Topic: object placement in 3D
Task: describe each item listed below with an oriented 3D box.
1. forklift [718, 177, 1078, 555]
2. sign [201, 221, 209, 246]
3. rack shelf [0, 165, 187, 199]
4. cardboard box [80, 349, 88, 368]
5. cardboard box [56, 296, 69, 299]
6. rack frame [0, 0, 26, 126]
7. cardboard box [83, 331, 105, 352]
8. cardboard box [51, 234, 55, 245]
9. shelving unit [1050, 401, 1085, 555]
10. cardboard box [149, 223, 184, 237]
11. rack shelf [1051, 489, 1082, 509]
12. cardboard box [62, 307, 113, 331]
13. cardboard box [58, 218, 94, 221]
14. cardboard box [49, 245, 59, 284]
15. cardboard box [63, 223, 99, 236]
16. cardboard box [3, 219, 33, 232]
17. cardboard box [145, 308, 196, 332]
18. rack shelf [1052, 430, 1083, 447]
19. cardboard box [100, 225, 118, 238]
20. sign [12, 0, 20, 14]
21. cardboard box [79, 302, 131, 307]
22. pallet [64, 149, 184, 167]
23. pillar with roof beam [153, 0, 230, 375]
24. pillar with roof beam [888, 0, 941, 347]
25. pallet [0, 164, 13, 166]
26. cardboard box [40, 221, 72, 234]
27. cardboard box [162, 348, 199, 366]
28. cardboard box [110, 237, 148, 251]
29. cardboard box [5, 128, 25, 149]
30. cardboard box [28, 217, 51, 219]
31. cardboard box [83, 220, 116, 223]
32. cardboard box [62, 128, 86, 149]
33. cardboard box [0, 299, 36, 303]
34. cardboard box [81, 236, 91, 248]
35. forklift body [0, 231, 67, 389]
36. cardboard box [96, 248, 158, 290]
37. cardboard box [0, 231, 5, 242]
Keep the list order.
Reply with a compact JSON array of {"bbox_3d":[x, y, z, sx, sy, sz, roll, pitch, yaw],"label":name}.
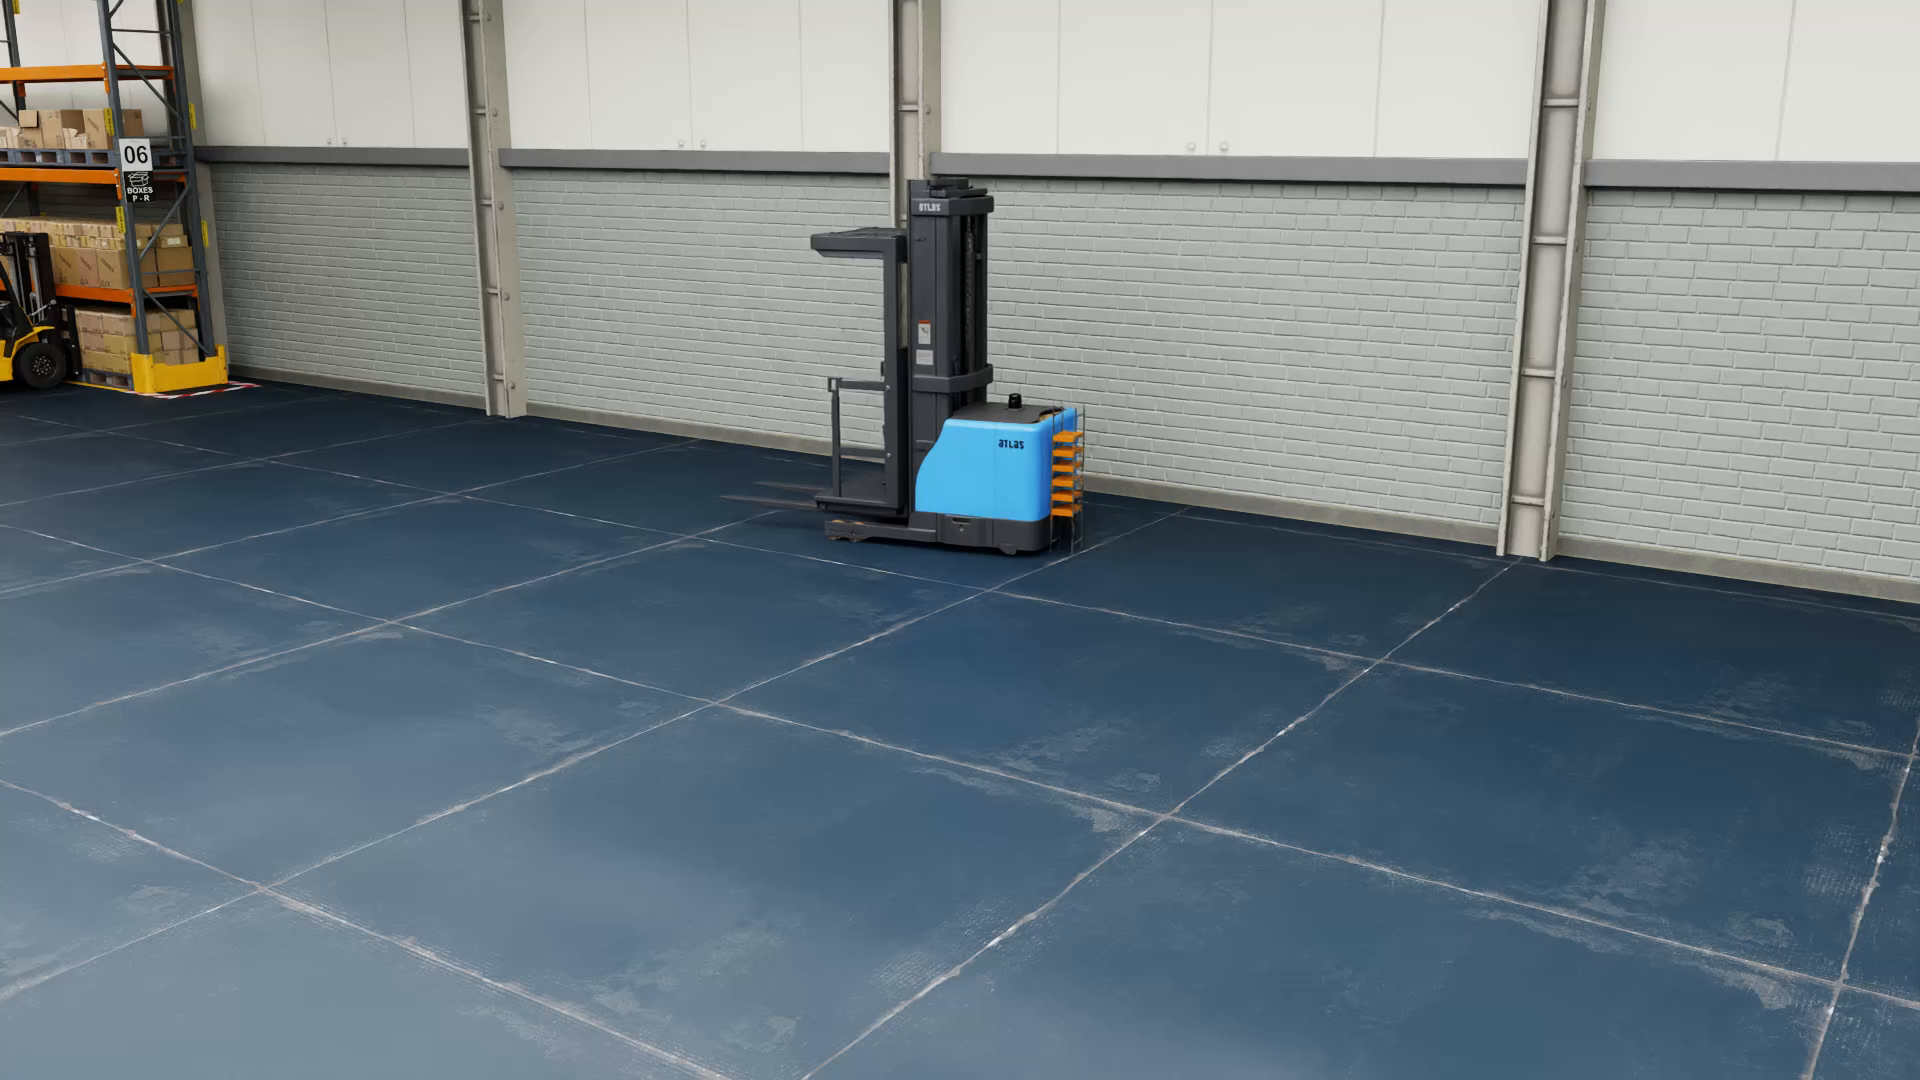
[{"bbox_3d":[-0.580,-1.514,13.841,3.031,2.935,1.130,6,15,22],"label":"forklift"},{"bbox_3d":[-9.993,-4.052,21.981,0.005,0.325,0.100,9,17,33],"label":"sign"},{"bbox_3d":[-11.968,-4.858,22.460,4.000,0.370,1.077,9,17,33],"label":"rack shelf"},{"bbox_3d":[-11.692,-2.490,22.486,0.500,0.250,0.500,9,17,33],"label":"cardboard box"},{"bbox_3d":[-13.111,-3.346,23.867,0.500,0.250,0.500,10,17,34],"label":"cardboard box"},{"bbox_3d":[-13.627,-6.932,23.097,0.127,3.000,1.000,9,17,33],"label":"rack frame"},{"bbox_3d":[-11.297,-2.667,22.163,0.500,0.250,0.500,9,17,32],"label":"cardboard box"},{"bbox_3d":[-11.987,-4.056,22.406,0.250,0.149,0.380,9,17,32],"label":"cardboard box"},{"bbox_3d":[0.863,-0.496,13.328,0.189,1.200,0.258,6,15,22],"label":"shelving unit"},{"bbox_3d":[-10.468,-4.078,21.879,0.250,0.149,0.380,9,16,32],"label":"cardboard box"},{"bbox_3d":[0.862,-0.337,13.368,0.180,0.103,0.258,6,15,22],"label":"rack shelf"},{"bbox_3d":[-11.715,-2.970,22.346,0.500,0.250,0.500,9,17,34],"label":"cardboard box"},{"bbox_3d":[-12.335,-4.410,23.219,0.250,0.149,0.380,9,16,32],"label":"cardboard box"},{"bbox_3d":[-12.137,-3.750,22.523,0.500,0.500,0.500,9,17,33],"label":"cardboard box"},{"bbox_3d":[-11.620,-4.114,22.025,0.250,0.149,0.380,10,17,34],"label":"cardboard box"},{"bbox_3d":[-12.888,-4.321,22.858,0.250,0.149,0.380,10,17,34],"label":"cardboard box"},{"bbox_3d":[-10.601,-2.940,22.224,0.500,0.250,0.500,9,16,32],"label":"cardboard box"},{"bbox_3d":[0.865,-0.802,13.251,0.180,0.103,0.258,6,15,22],"label":"rack shelf"},{"bbox_3d":[-10.945,-4.024,21.658,0.250,0.149,0.380,9,17,33],"label":"cardboard box"},{"bbox_3d":[-13.297,-7.569,23.400,0.005,0.325,0.100,9,17,33],"label":"sign"},{"bbox_3d":[-11.848,-3.145,23.054,0.500,0.250,0.500,9,16,32],"label":"cardboard box"},{"bbox_3d":[-10.880,-4.996,21.705,1.213,0.211,1.003,9,17,33],"label":"pallet"},{"bbox_3d":[-12.785,-5.810,18.566,0.400,9.000,9.100,9,17,33],"label":"pillar with roof beam"},{"bbox_3d":[-2.828,-4.201,12.065,0.400,9.000,9.100,9,17,33],"label":"pillar with roof beam"},{"bbox_3d":[-14.366,-5.498,23.948,1.217,0.209,0.805,8,16,31],"label":"pallet"},{"bbox_3d":[-12.198,-4.238,22.526,0.250,0.149,0.380,9,17,33],"label":"cardboard box"},{"bbox_3d":[-10.606,-2.457,22.354,0.500,0.250,0.500,9,17,33],"label":"cardboard box"},{"bbox_3d":[-10.752,-3.837,21.523,0.250,0.149,0.380,9,17,34],"label":"cardboard box"},{"bbox_3d":[-12.565,-5.403,22.363,0.258,0.266,0.396,9,16,31],"label":"cardboard box"},{"bbox_3d":[-13.009,-4.503,23.593,0.250,0.149,0.380,9,16,31],"label":"cardboard box"},{"bbox_3d":[-11.735,-4.292,22.740,0.250,0.149,0.380,9,17,33],"label":"cardboard box"},{"bbox_3d":[-11.376,-5.211,21.586,0.258,0.266,0.396,9,17,33],"label":"cardboard box"},{"bbox_3d":[-13.401,-3.246,23.463,0.500,0.250,0.500,9,16,32],"label":"cardboard box"},{"bbox_3d":[-11.361,-3.948,21.971,0.250,0.149,0.380,9,17,32],"label":"cardboard box"},{"bbox_3d":[-12.900,-2.962,21.311,1.214,2.155,2.313,9,17,33],"label":"forklift body"},{"bbox_3d":[-10.863,-3.545,21.694,0.500,0.500,0.500,9,16,32],"label":"cardboard box"},{"bbox_3d":[-13.062,-4.224,23.086,0.250,0.149,0.380,9,17,33],"label":"cardboard box"}]
